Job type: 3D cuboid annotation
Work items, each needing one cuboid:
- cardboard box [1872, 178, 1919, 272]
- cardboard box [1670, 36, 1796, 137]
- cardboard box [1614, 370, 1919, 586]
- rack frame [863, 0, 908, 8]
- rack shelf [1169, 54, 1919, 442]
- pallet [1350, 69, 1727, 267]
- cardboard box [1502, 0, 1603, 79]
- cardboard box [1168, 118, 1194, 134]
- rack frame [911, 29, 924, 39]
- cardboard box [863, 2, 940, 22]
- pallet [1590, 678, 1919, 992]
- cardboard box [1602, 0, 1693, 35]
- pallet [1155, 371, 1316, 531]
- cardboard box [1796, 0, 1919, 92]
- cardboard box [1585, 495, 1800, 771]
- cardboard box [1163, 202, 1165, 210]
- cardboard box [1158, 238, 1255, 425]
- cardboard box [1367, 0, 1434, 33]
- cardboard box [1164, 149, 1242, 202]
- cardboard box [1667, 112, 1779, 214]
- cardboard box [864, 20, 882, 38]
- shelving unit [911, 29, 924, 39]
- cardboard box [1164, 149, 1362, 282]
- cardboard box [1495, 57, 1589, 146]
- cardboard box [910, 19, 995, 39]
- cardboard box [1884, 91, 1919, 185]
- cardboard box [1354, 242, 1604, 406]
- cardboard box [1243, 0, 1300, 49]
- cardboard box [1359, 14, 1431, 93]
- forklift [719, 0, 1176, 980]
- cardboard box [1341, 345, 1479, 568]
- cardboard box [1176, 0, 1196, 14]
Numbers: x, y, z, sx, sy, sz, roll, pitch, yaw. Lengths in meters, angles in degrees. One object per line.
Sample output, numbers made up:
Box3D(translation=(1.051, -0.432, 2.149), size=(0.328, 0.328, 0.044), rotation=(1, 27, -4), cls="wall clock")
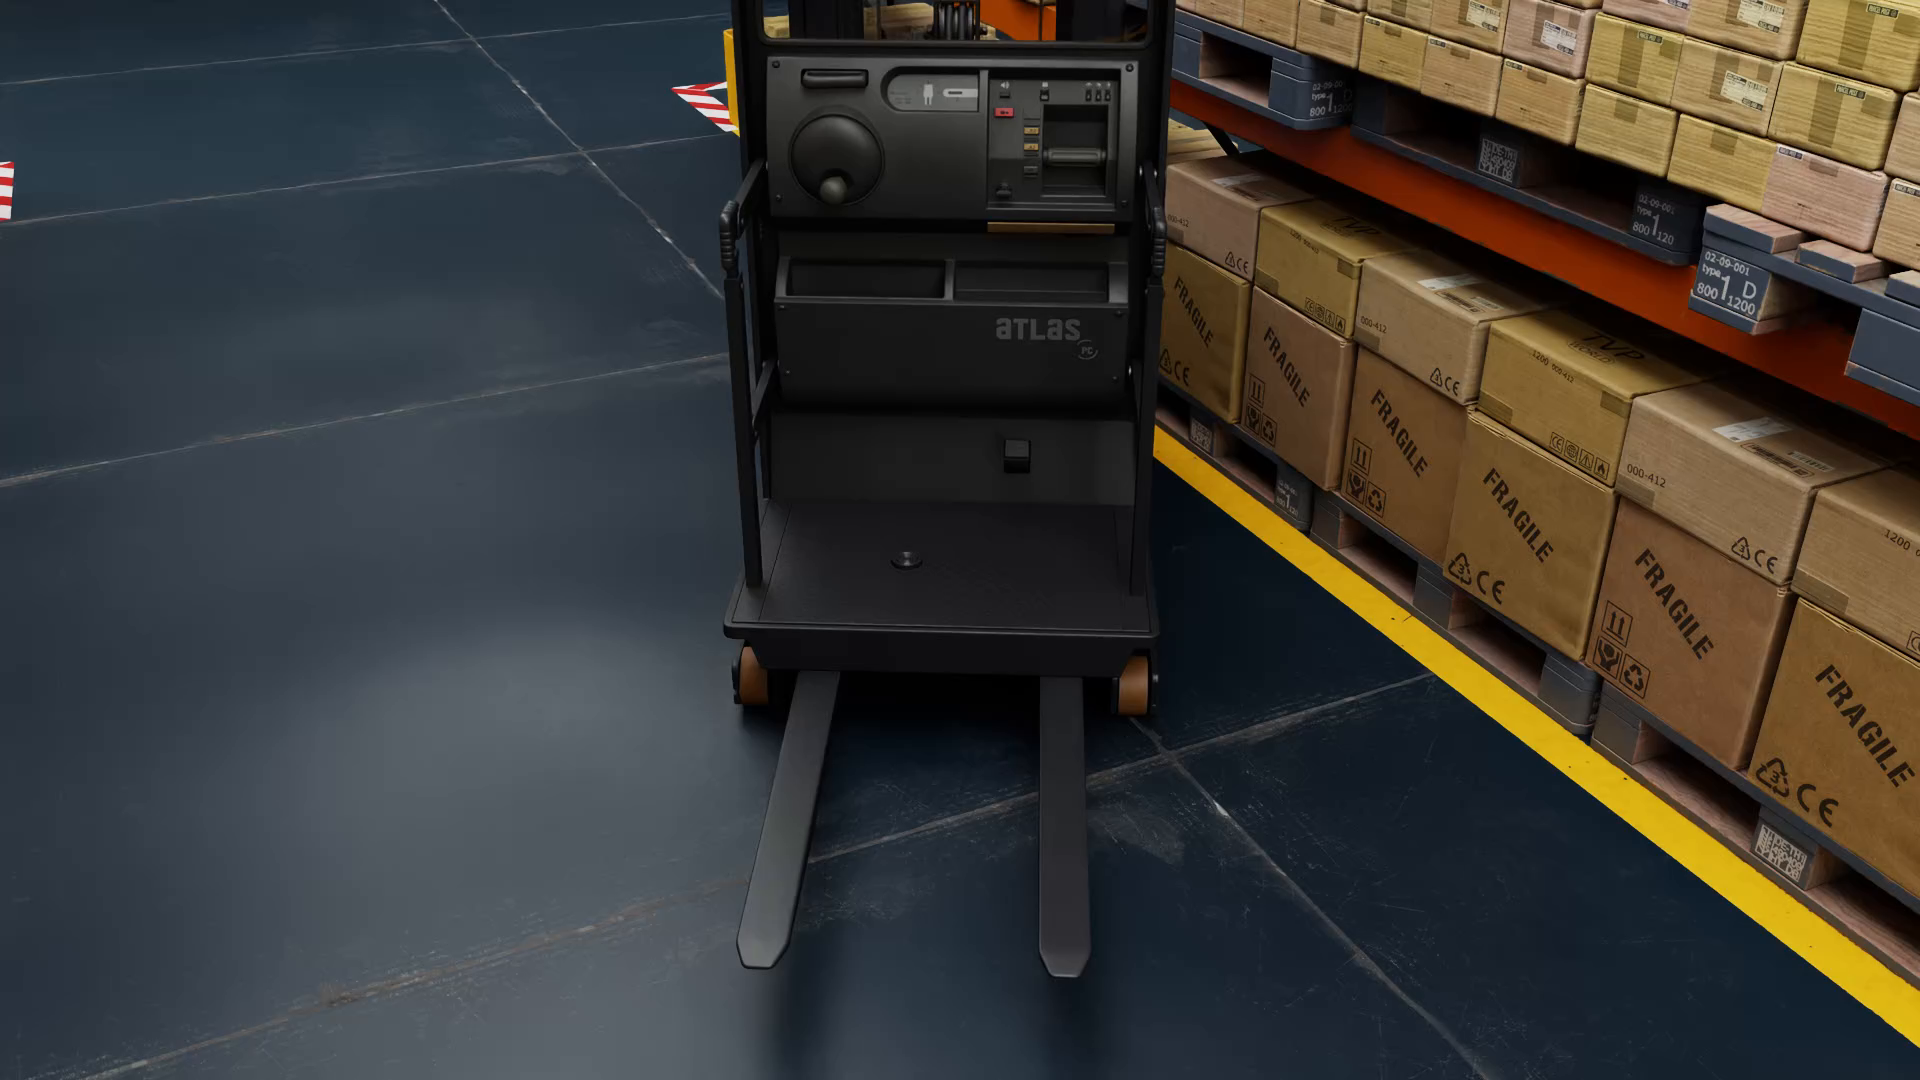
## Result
Box3D(translation=(1.927, -0.583, 3.051), size=(0.380, 0.149, 0.250), rotation=(-13, 32, -22), cls="cardboard box")
Box3D(translation=(1.697, -0.948, 3.397), size=(0.380, 0.149, 0.250), rotation=(-13, 32, -22), cls="cardboard box")
Box3D(translation=(1.902, -0.166, 3.839), size=(0.500, 0.250, 0.500), rotation=(-13, 32, -21), cls="cardboard box")
Box3D(translation=(-0.776, -3.812, 8.981), size=(1.000, 3.000, 0.127), rotation=(-13, 32, -22), cls="rack frame")
Box3D(translation=(1.800, -0.848, 4.431), size=(1.077, 0.370, 4.000), rotation=(-13, 32, -22), cls="rack shelf")
Box3D(translation=(1.772, -1.060, 4.270), size=(1.003, 0.211, 1.213), rotation=(-13, 32, -22), cls="pallet")
Box3D(translation=(1.480, -1.174, 3.799), size=(0.380, 0.149, 0.250), rotation=(-12, 32, -21), cls="cardboard box")
Box3D(translation=(0.763, -1.676, 7.048), size=(0.380, 0.149, 0.250), rotation=(-14, 32, -23), cls="cardboard box")
Box3D(translation=(-0.370, -1.455, 6.695), size=(0.500, 1.125, 0.032), rotation=(-14, 32, -24), cls="rack frame")
Box3D(translation=(-0.320, -2.831, 9.108), size=(0.380, 0.149, 0.250), rotation=(-13, 32, -21), cls="cardboard box")
Box3D(translation=(2.325, 0.593, 3.977), size=(1.003, 0.211, 1.213), rotation=(-13, 32, -22), cls="pallet")
Box3D(translation=(1.600, -1.184, 3.513), size=(0.380, 0.149, 0.250), rotation=(-13, 32, -22), cls="cardboard box")
Box3D(translation=(1.277, -0.485, 5.900), size=(1.003, 0.211, 1.213), rotation=(-13, 32, -22), cls="pallet")
Box3D(translation=(1.816, -0.959, 3.112), size=(0.380, 0.149, 0.250), rotation=(-12, 31, -20), cls="cardboard box")
Box3D(translation=(1.921, 0.163, 4.019), size=(0.500, 0.500, 0.500), rotation=(-12, 31, -20), cls="cardboard box")
Box3D(translation=(0.885, -1.435, 6.923), size=(0.380, 0.149, 0.250), rotation=(-13, 32, -22), cls="cardboard box")
Box3D(translation=(1.019, -0.756, 5.658), size=(0.500, 0.500, 0.500), rotation=(-12, 31, -20), cls="cardboard box")
Box3D(translation=(1.263, -1.399, 4.202), size=(0.380, 0.149, 0.250), rotation=(-14, 32, -23), cls="cardboard box")
Box3D(translation=(0.981, -1.440, 6.628), size=(0.380, 0.149, 0.250), rotation=(-12, 31, -20), cls="cardboard box")
Box3D(translation=(1.712, -0.808, 3.451), size=(0.380, 0.149, 0.250), rotation=(-14, 32, -23), cls="cardboard box")
Box3D(translation=(-0.631, -2.612, 8.718), size=(0.380, 0.149, 0.250), rotation=(-12, 32, -21), cls="cardboard box")
Box3D(translation=(-0.133, -1.235, 6.303), size=(0.538, 1.125, 1.048), rotation=(-14, 32, -24), cls="shelving unit")
Box3D(translation=(1.020, -1.083, 5.475), size=(0.500, 0.250, 0.500), rotation=(-15, 32, -24), cls="cardboard box")
Box3D(translation=(1.486, -1.041, 3.867), size=(0.380, 0.149, 0.250), rotation=(-12, 31, -20), cls="cardboard box")
Box3D(translation=(-0.038, -2.620, 8.732), size=(0.380, 0.149, 0.250), rotation=(-14, 32, -23), cls="cardboard box")
Box3D(translation=(1.919, -0.722, 2.994), size=(0.380, 0.149, 0.250), rotation=(-12, 31, -20), cls="cardboard box")
Box3D(translation=(1.466, -0.622, 4.653), size=(0.500, 0.250, 0.500), rotation=(-12, 31, -20), cls="cardboard box")
Box3D(translation=(1.030, -1.505, 4.694), size=(0.380, 0.149, 0.250), rotation=(-13, 32, -21), cls="cardboard box")
Box3D(translation=(1.261, -1.272, 4.280), size=(0.380, 0.149, 0.250), rotation=(-14, 32, -23), cls="cardboard box")
Box3D(translation=(-0.028, -0.972, 3.987), size=(1.130, 2.935, 3.031), rotation=(1, 29, 2), cls="forklift")
Box3D(translation=(1.485, -0.294, 4.834), size=(0.500, 0.500, 0.500), rotation=(-13, 32, -21), cls="cardboard box")
Box3D(translation=(0.820, -1.727, 5.090), size=(0.380, 0.149, 0.250), rotation=(-13, 32, -21), cls="cardboard box")
